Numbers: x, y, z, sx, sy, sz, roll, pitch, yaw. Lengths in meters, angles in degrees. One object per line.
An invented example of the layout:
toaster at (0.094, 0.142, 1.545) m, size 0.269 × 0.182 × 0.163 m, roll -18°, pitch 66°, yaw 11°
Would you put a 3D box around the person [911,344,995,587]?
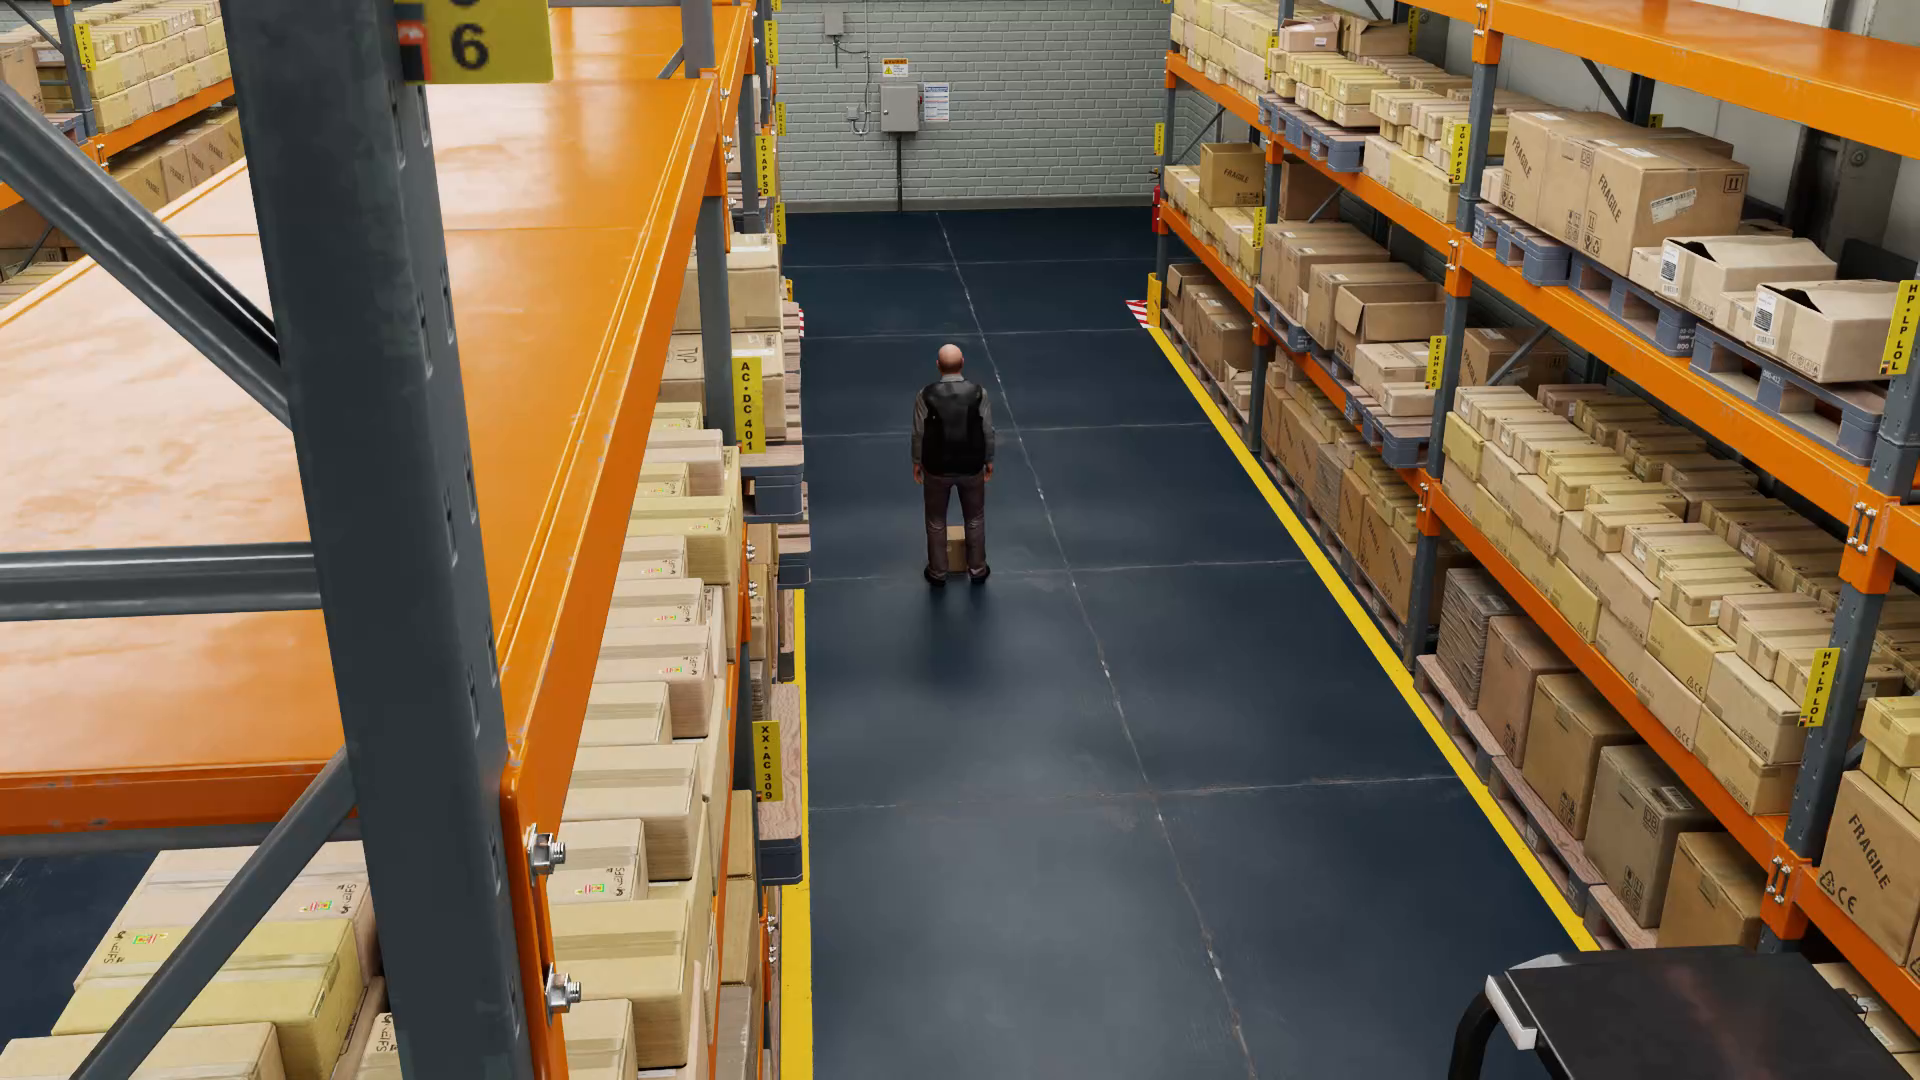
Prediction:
person at (-0.045, -0.498, 11.498) m, size 0.581 × 1.721 × 0.420 m, roll -2°, pitch 24°, yaw -5°
